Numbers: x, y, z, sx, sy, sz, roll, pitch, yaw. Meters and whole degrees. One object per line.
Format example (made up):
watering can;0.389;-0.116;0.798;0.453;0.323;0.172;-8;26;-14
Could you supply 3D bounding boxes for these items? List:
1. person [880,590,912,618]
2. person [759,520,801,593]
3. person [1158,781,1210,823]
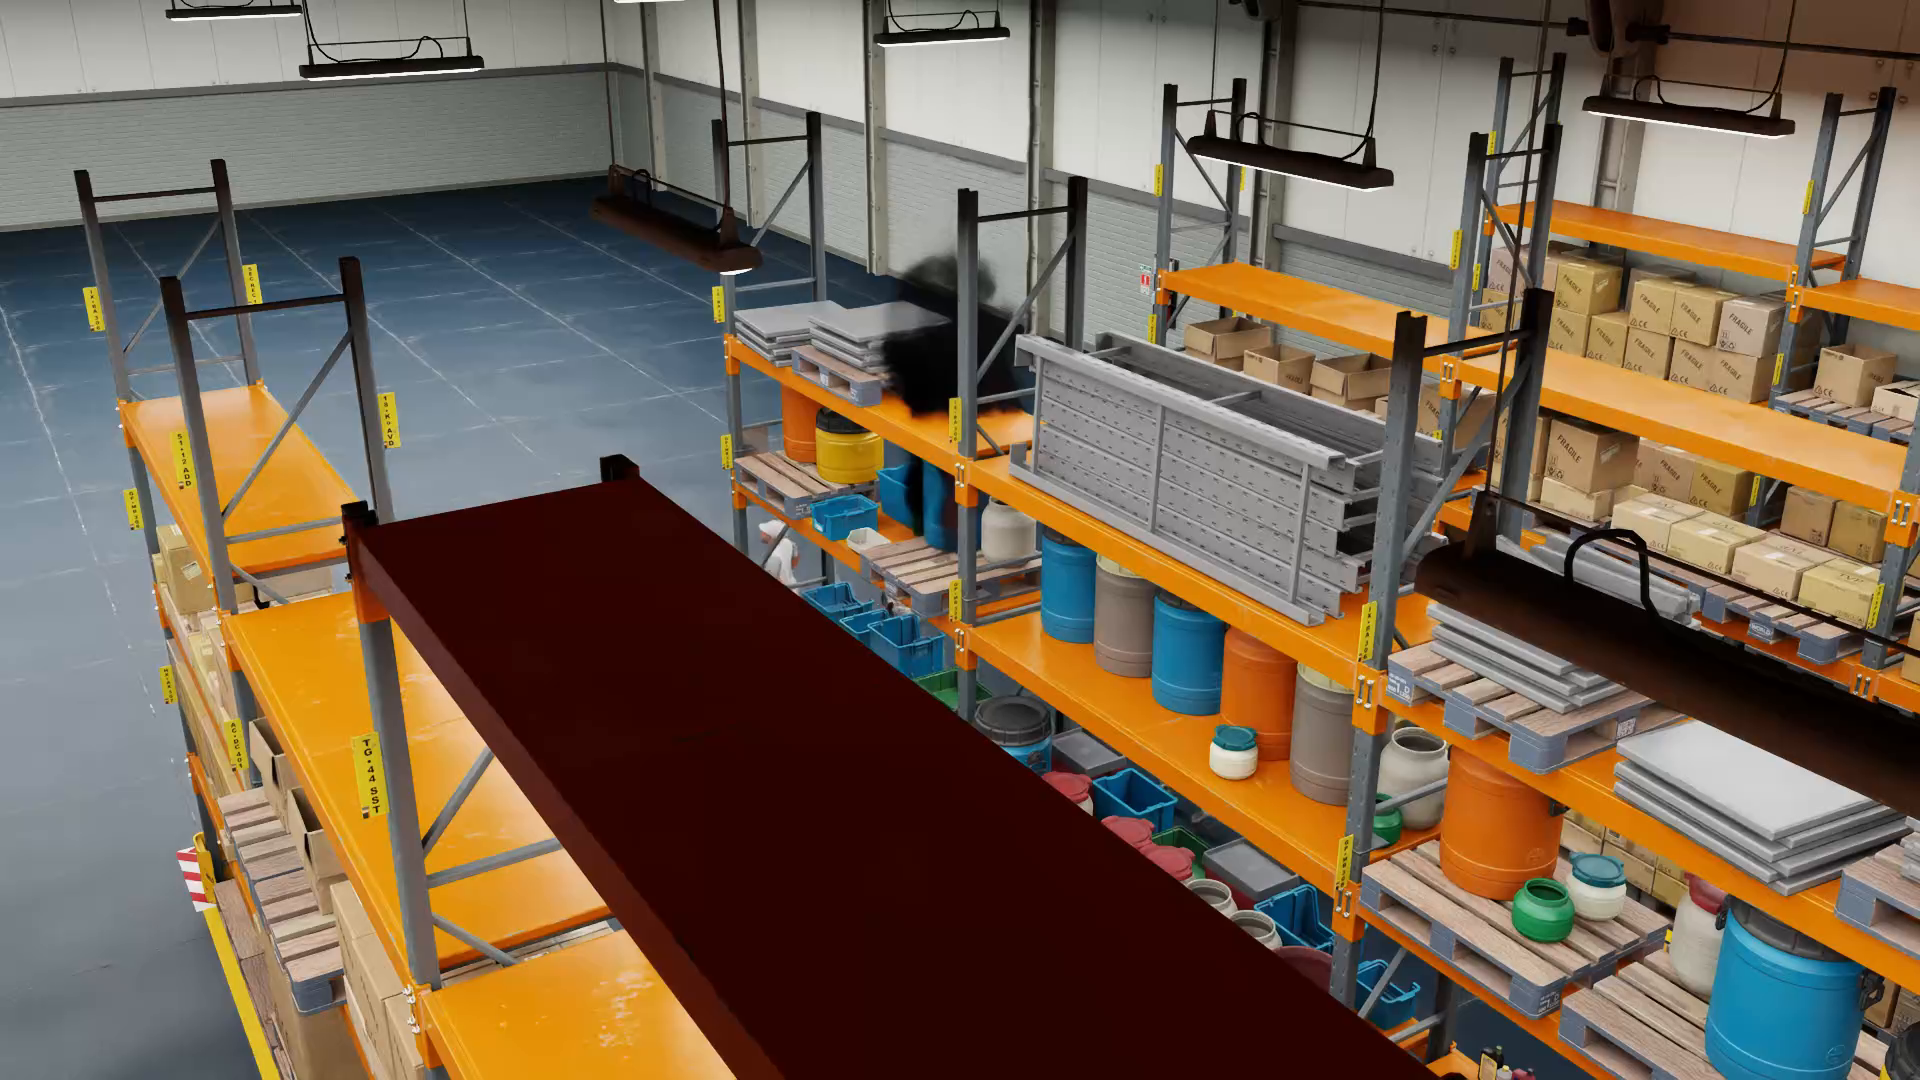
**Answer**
person;-0.647;0.743;17.359;0.499;1.623;0.612;13;25;29
person;-1.895;0.599;17.616;0.570;1.754;0.678;4;22;10
person;1.989;1.700;14.839;0.616;1.676;0.936;-17;28;-37
